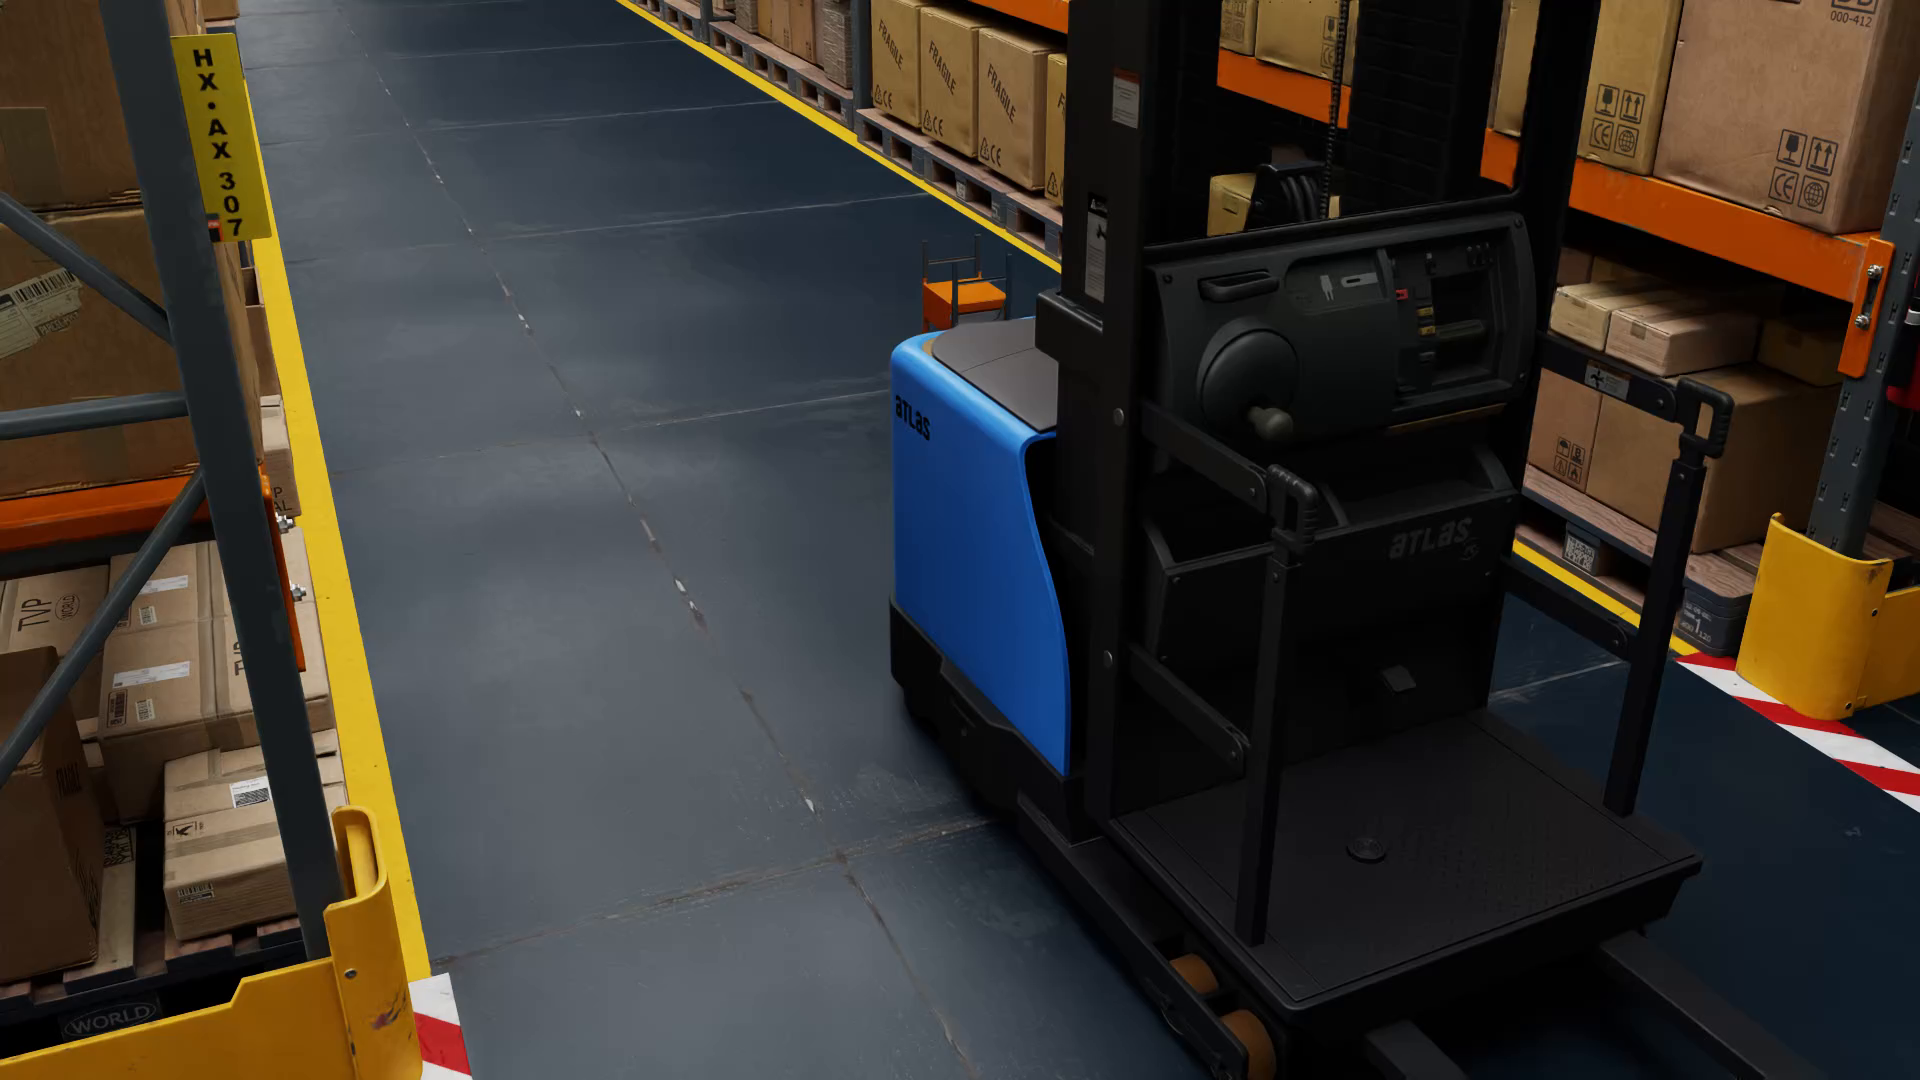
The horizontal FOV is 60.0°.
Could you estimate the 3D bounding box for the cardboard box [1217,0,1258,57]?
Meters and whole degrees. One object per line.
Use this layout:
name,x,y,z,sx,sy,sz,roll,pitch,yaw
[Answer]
cardboard box,1.511,-2.534,7.179,0.980,0.700,0.700,-10,28,-20

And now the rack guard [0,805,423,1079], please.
rack guard,-1.706,0.939,3.257,1.175,0.500,0.348,-11,28,-21

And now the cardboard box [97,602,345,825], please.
cardboard box,-1.824,0.414,4.115,0.500,0.250,0.500,-11,28,-21

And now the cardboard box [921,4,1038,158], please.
cardboard box,0.252,-2.784,10.005,0.750,0.750,0.750,-11,28,-21

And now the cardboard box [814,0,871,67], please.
cardboard box,-0.677,-3.820,12.502,0.700,0.500,0.500,-11,28,-21

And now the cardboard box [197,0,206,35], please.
cardboard box,-2.608,-1.448,5.182,0.500,0.500,0.500,-10,28,-19

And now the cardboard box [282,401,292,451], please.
cardboard box,-2.556,-0.362,5.821,0.380,0.149,0.250,-11,28,-21

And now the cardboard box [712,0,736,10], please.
cardboard box,-2.056,-4.986,15.271,0.380,0.166,0.250,-15,30,-27

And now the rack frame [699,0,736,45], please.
rack frame,-1.819,-5.850,14.314,1.000,3.000,0.127,-11,28,-21

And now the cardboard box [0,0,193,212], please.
cardboard box,-1.607,-0.872,2.864,0.500,0.500,0.500,-10,28,-19

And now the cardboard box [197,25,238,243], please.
cardboard box,-2.202,-1.035,4.338,0.500,0.500,0.500,-10,28,-20

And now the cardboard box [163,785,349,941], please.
cardboard box,-1.524,0.702,3.641,0.380,0.149,0.250,-11,28,-21

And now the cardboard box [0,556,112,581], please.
cardboard box,-2.502,-0.087,4.852,0.797,0.503,0.637,-11,28,-21

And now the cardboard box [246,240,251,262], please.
cardboard box,-3.616,-1.496,7.743,0.500,0.500,0.500,-10,28,-20

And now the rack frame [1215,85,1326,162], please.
rack frame,1.314,-2.621,7.699,1.000,3.000,0.127,-11,28,-21

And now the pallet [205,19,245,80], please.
pallet,-3.455,-2.023,6.694,1.003,0.211,1.213,-11,28,-21

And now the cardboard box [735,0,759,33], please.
cardboard box,-1.515,-4.631,14.163,0.700,0.500,0.500,-10,28,-19

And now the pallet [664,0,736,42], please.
pallet,-2.114,-4.862,15.468,1.003,0.211,1.213,-11,28,-21

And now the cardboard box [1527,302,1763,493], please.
cardboard box,2.318,-0.539,5.805,0.700,0.500,0.500,-11,28,-21

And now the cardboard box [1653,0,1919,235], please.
cardboard box,2.672,-1.345,4.744,0.980,0.700,0.700,-9,28,-18

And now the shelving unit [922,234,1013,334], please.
shelving unit,0.021,-0.450,5.475,0.215,1.050,0.252,-11,28,-21

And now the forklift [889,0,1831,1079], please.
forklift,0.901,-0.401,3.232,1.130,2.935,3.031,-12,29,-23

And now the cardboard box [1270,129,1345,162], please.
cardboard box,1.639,-1.751,7.548,0.380,0.149,0.250,-11,28,-21

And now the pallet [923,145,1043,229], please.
pallet,0.461,-2.160,9.933,1.003,0.211,1.213,-11,28,-21

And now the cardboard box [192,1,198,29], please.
cardboard box,-2.210,-1.490,4.128,0.500,0.500,0.500,-11,28,-21

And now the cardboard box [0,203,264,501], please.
cardboard box,-1.607,-0.423,3.083,0.500,0.500,0.500,-10,28,-20

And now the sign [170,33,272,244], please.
sign,-1.177,-0.636,2.646,0.100,0.325,0.005,-11,28,-21

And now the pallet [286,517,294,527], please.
pallet,-2.493,0.256,4.986,1.003,0.211,1.213,-11,28,-21

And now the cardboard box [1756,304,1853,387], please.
cardboard box,2.747,-0.612,5.216,0.380,0.149,0.250,-10,28,-20

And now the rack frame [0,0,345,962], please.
rack frame,-1.676,-0.153,2.645,1.000,3.000,0.127,-11,28,-21

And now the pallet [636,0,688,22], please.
pallet,-2.596,-5.356,16.479,1.003,0.211,1.213,-11,28,-21

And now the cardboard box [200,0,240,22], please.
cardboard box,-3.222,-2.232,6.309,0.700,0.500,0.500,-22,34,-37

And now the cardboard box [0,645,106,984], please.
cardboard box,-2.116,0.595,3.460,0.500,0.500,0.500,-11,28,-21

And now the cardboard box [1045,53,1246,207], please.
cardboard box,0.940,-2.084,8.570,0.750,0.750,0.750,-10,28,-20

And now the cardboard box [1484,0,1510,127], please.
cardboard box,2.086,-1.946,5.975,0.980,0.700,0.700,-12,28,-23

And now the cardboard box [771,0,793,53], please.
cardboard box,-1.104,-4.218,13.317,0.700,0.500,0.500,-10,28,-20

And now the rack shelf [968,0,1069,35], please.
rack shelf,0.531,-3.105,9.511,1.077,0.370,4.000,-11,28,-21

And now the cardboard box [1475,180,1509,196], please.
cardboard box,2.049,-1.330,6.686,0.380,0.149,0.250,-10,28,-20

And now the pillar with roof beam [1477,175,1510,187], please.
pillar with roof beam,-1.577,-4.443,4.593,9.100,9.000,0.400,-11,28,-21

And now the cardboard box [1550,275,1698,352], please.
cardboard box,2.196,-0.752,5.502,0.380,0.149,0.250,-10,28,-19

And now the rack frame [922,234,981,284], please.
rack frame,-0.027,-0.499,5.576,0.200,1.050,0.008,-11,28,-21

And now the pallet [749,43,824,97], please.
pallet,-1.031,-3.790,13.272,1.003,0.211,1.213,-11,28,-21

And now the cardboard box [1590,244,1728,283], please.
cardboard box,2.451,-0.918,5.842,0.380,0.149,0.250,-10,28,-20

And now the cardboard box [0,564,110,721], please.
cardboard box,-2.460,0.319,4.311,0.500,0.250,0.500,-11,28,-21

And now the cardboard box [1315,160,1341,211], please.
cardboard box,1.479,-1.489,7.011,0.380,0.149,0.250,-10,28,-19

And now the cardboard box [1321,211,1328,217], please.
cardboard box,1.706,-1.163,7.084,0.700,0.500,0.500,-11,28,-21

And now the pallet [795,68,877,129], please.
pallet,-0.557,-3.298,12.265,1.003,0.211,1.213,-11,28,-21

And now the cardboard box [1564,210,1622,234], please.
cardboard box,2.249,-1.124,6.264,0.380,0.149,0.250,-10,28,-20
